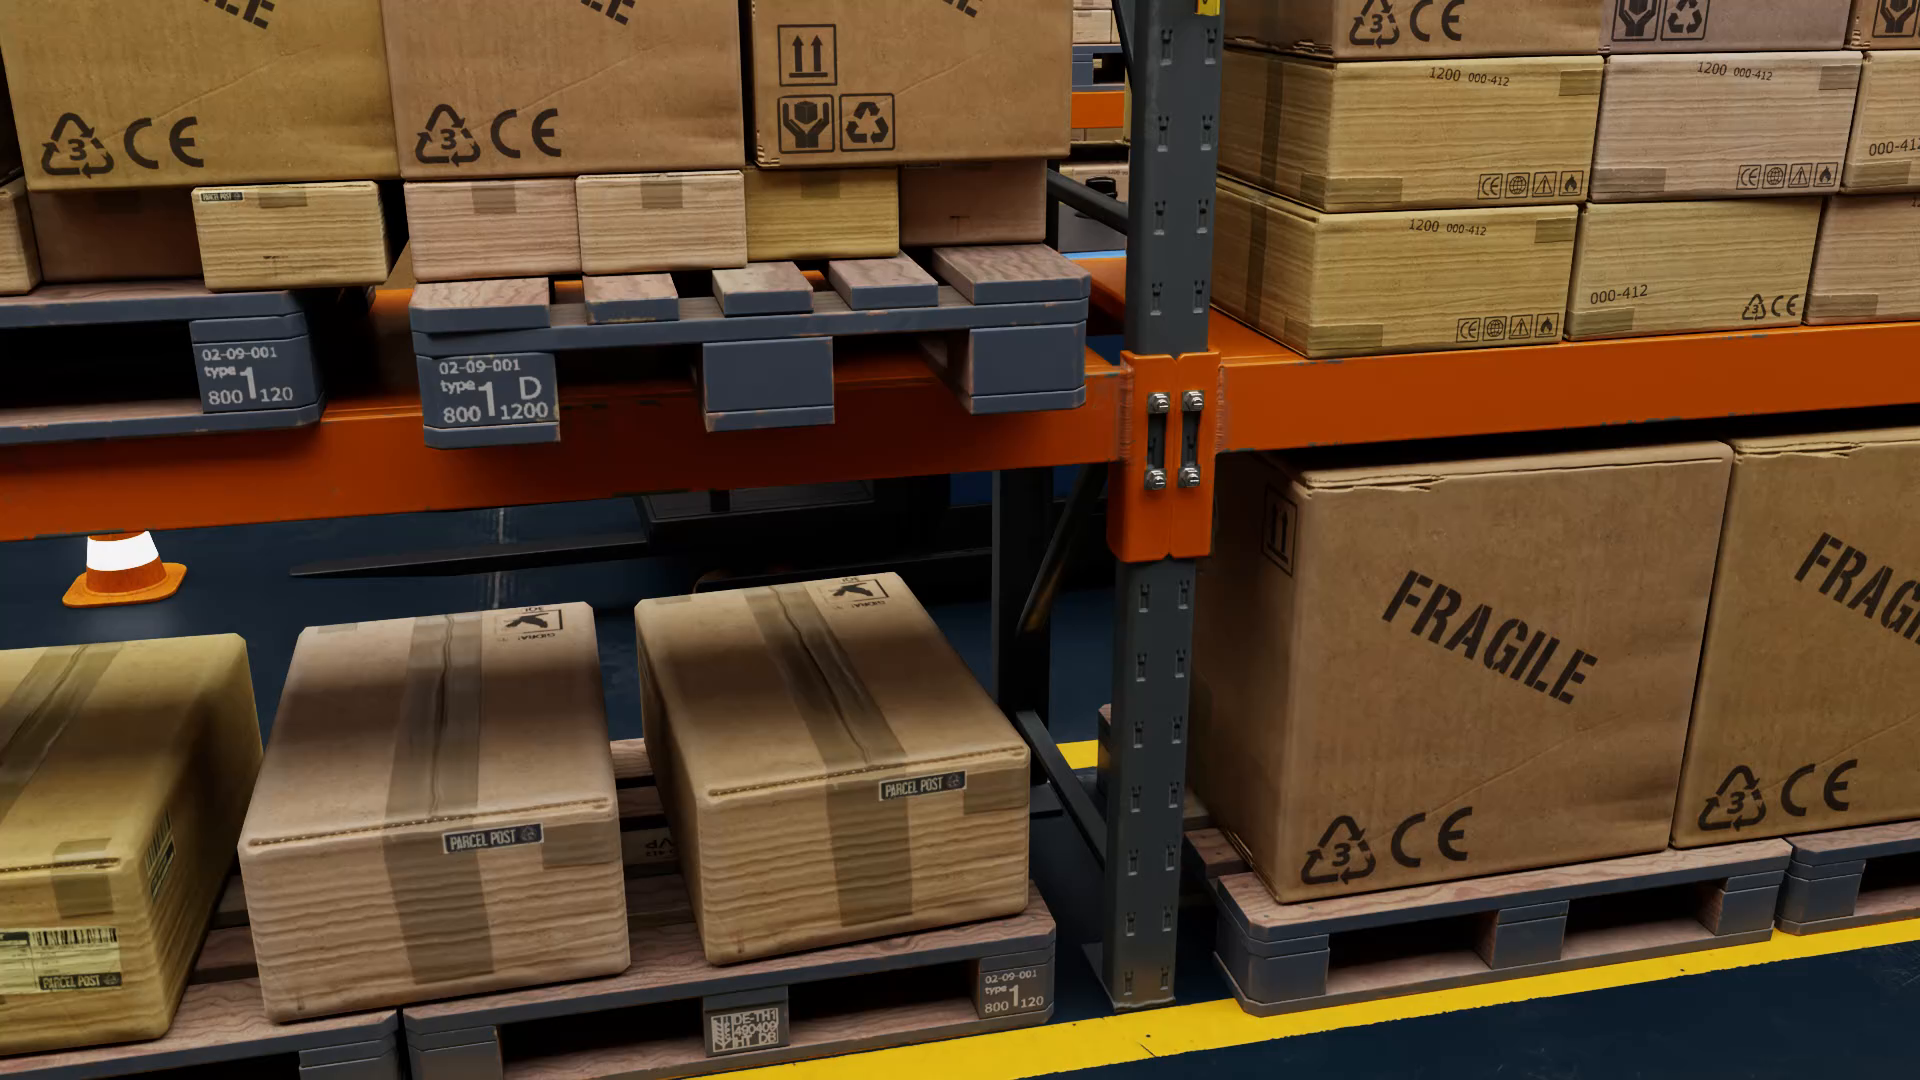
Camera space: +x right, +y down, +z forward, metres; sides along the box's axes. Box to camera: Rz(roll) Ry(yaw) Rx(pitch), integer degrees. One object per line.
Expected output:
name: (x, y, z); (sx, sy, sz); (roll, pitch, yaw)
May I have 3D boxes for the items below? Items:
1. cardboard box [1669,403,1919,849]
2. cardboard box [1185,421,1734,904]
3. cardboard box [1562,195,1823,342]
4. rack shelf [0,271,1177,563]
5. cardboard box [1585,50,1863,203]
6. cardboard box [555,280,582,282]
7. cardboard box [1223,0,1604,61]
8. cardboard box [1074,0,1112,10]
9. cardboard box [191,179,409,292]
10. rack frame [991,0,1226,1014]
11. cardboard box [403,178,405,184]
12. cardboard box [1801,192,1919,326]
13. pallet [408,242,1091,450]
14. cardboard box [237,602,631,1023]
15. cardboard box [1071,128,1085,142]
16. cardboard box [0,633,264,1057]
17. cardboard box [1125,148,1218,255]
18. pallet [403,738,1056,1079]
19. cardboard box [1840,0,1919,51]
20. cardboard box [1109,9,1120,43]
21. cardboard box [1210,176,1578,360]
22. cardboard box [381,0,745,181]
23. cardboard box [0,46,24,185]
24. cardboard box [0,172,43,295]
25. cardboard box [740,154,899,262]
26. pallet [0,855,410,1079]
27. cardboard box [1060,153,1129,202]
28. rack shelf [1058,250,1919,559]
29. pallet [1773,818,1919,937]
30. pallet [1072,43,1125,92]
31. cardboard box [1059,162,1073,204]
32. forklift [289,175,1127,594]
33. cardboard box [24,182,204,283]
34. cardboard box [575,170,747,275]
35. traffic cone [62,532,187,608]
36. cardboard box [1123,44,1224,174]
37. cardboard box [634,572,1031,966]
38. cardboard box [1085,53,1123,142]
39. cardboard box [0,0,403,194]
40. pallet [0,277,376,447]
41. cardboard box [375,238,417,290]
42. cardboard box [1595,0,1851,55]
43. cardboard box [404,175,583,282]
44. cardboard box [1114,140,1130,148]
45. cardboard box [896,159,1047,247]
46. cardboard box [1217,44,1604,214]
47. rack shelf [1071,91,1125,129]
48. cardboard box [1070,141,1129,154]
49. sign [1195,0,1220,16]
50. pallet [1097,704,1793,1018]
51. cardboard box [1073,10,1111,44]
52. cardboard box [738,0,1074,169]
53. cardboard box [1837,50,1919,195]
cardboard box: (1.810, 0.056, 3.779); (0.875, 0.875, 0.875); (-4, 21, -12)
cardboard box: (0.941, 0.125, 3.590); (0.875, 0.875, 0.875); (-5, 21, -13)
cardboard box: (1.280, -0.579, 3.252); (0.500, 0.250, 0.500); (-5, 21, -14)
rack shelf: (-1.696, -0.152, 2.915); (4.000, 0.370, 1.077); (-5, 21, -12)
cardboard box: (1.303, -0.811, 3.158); (0.500, 0.250, 0.500); (-4, 21, -11)
cardboard box: (-1.601, -1.420, 7.990); (0.750, 0.750, 1.050); (-5, 21, -13)
cardboard box: (0.786, -1.122, 2.917); (0.500, 0.500, 0.500); (-5, 21, -14)
cardboard box: (0.540, -2.571, 7.794); (0.250, 0.149, 0.380); (-5, 21, -12)
cardboard box: (-1.005, -0.499, 2.570); (0.250, 0.149, 0.380); (-4, 21, -12)
rack frame: (0.250, -0.648, 3.223); (0.127, 3.000, 1.000); (-5, 21, -12)
cardboard box: (-0.941, -0.732, 3.206); (0.250, 0.149, 0.380); (-5, 21, -12)
cardboard box: (1.792, -0.618, 3.360); (0.500, 0.250, 0.500); (-4, 20, -11)
pallet: (-0.419, -0.466, 3.005); (1.003, 0.211, 1.213); (-5, 21, -12)
cardboard box: (-1.018, 0.491, 3.323); (0.625, 0.372, 0.950); (-5, 21, -14)
cardboard box: (0.375, -3.353, 13.086); (0.875, 0.875, 1.225); (-5, 21, -14)
cardboard box: (-1.758, 0.549, 3.165); (0.625, 0.372, 0.950); (-4, 20, -11)
cardboard box: (0.683, -0.705, 3.596); (0.500, 0.250, 0.500); (-5, 21, -14)
pallet: (-0.511, 0.722, 3.535); (1.213, 0.211, 1.003); (-5, 21, -12)
cardboard box: (1.774, -1.200, 3.131); (0.500, 0.500, 0.500); (-4, 21, -11)
cardboard box: (0.784, -2.450, 7.896); (0.250, 0.149, 0.380); (-4, 21, -12)
cardboard box: (0.784, -0.532, 3.125); (0.500, 0.250, 0.500); (-5, 21, -13)
cardboard box: (-0.629, -0.858, 2.609); (0.500, 0.500, 0.500); (-5, 21, -13)
cardboard box: (-1.651, -0.775, 2.381); (0.500, 0.500, 0.500); (-6, 21, -15)
cardboard box: (-1.504, -0.474, 2.501); (0.250, 0.149, 0.380); (-5, 21, -14)
cardboard box: (-0.259, -0.577, 2.784); (0.250, 0.149, 0.380); (-4, 21, -12)
pallet: (-1.696, 0.818, 3.275); (1.213, 0.211, 1.003); (-5, 21, -12)
cardboard box: (0.718, -1.721, 8.086); (0.500, 0.250, 0.500); (-4, 21, -12)
rack shelf: (2.196, -0.469, 3.779); (4.000, 0.370, 1.077); (-5, 21, -12)
pallet: (2.220, 0.529, 4.065); (1.213, 0.211, 1.003); (-5, 21, -12)
pallet: (0.930, -2.377, 8.223); (1.213, 0.211, 1.003); (-5, 21, -12)
cardboard box: (0.233, -1.686, 7.991); (0.500, 0.250, 0.500); (-5, 21, -13)
forklift: (-0.606, -1.316, 5.147); (3.031, 2.935, 1.130); (-6, 21, -15)
cardboard box: (-1.279, -0.521, 2.630); (0.250, 0.149, 0.380); (-4, 21, -12)
cardboard box: (-0.494, -0.542, 2.689); (0.250, 0.149, 0.380); (-5, 21, -13)
traffic cone: (-2.706, -0.065, 5.319); (0.334, 0.463, 0.336); (-5, 21, -12)
cardboard box: (0.663, -0.936, 3.500); (0.500, 0.250, 0.500); (-5, 21, -13)
cardboard box: (-0.302, 0.430, 3.490); (0.625, 0.372, 0.950); (-6, 21, -16)
cardboard box: (1.244, -3.424, 13.280); (0.875, 0.875, 1.225); (-5, 21, -12)
cardboard box: (-1.120, -0.818, 2.499); (0.500, 0.500, 0.500); (-6, 21, -16)
pallet: (-1.667, -0.388, 2.791); (1.213, 0.211, 1.003); (-5, 21, -12)
cardboard box: (-2.451, -1.350, 7.798); (0.750, 0.750, 1.050); (-4, 21, -12)
cardboard box: (1.267, -1.164, 3.033); (0.500, 0.500, 0.500); (-5, 21, -12)
cardboard box: (-0.741, -0.525, 2.642); (0.250, 0.149, 0.380); (-6, 21, -15)
cardboard box: (1.111, -1.937, 8.676); (0.500, 0.250, 0.500); (-4, 20, -10)
cardboard box: (-0.015, -0.623, 2.908); (0.250, 0.149, 0.380); (-4, 20, -10)
cardboard box: (0.800, -0.770, 3.047); (0.500, 0.250, 0.500); (-5, 21, -13)
rack shelf: (0.959, -2.118, 8.281); (4.000, 0.370, 1.077); (-5, 21, -12)
cardboard box: (0.605, -1.893, 8.555); (0.500, 0.250, 0.500); (-4, 21, -11)
sign: (0.384, -0.974, 2.544); (0.005, 0.325, 0.100); (-5, 21, -12)
pallet: (1.035, 0.624, 3.804); (1.213, 0.211, 1.003); (-5, 21, -12)
cardboard box: (0.539, -2.431, 7.844); (0.250, 0.149, 0.380); (-4, 20, -11)
cardboard box: (-0.128, -0.903, 2.730); (0.500, 0.500, 0.500); (-5, 21, -14)
cardboard box: (1.791, -0.846, 3.254); (0.500, 0.250, 0.500); (-5, 21, -13)
